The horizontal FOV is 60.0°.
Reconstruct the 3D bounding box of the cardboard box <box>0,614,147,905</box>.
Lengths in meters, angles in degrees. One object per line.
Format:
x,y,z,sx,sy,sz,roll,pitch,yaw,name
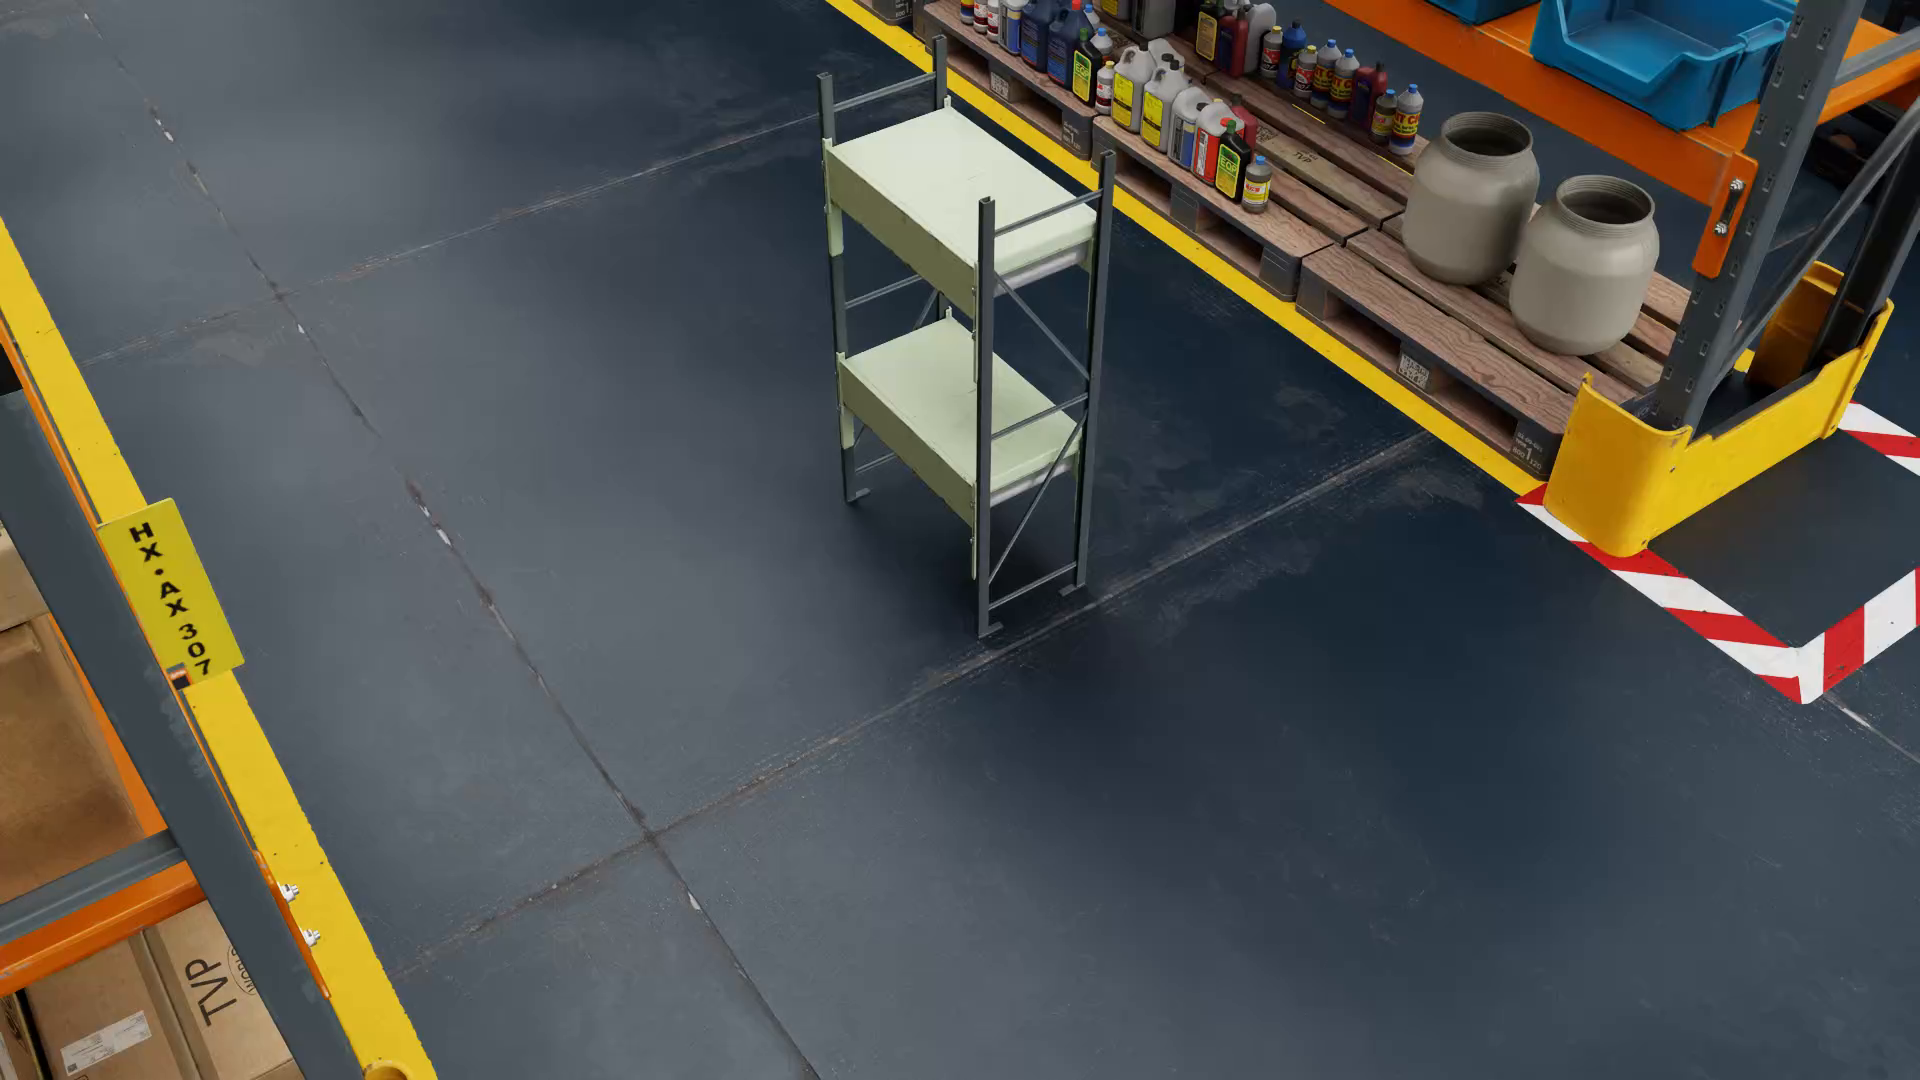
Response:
-1.806,0.333,2.656,0.700,0.500,0.500,-26,49,-24,cardboard box

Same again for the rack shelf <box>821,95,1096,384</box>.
0.004,-0.821,4.459,0.431,0.370,0.720,-26,49,-24,rack shelf

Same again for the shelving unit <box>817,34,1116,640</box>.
0.004,-0.539,4.728,0.431,1.500,0.755,-26,49,-24,shelving unit

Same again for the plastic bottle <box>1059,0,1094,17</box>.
0.467,-2.218,7.001,0.144,0.351,0.185,-26,49,-24,plastic bottle

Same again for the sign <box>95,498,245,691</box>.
-1.091,0.081,2.309,0.100,0.325,0.005,-26,49,-24,sign

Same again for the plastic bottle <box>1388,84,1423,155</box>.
1.734,-1.638,6.451,0.097,0.271,0.097,0,44,0,plastic bottle

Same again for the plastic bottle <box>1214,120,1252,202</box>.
1.023,-1.418,6.212,0.061,0.283,0.133,-25,49,-24,plastic bottle

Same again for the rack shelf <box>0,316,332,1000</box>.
-2.694,-0.234,3.844,1.077,0.370,4.000,-26,49,-24,rack shelf

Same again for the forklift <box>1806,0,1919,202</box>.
4.133,-2.546,5.794,1.130,2.935,3.031,-18,47,-18,forklift

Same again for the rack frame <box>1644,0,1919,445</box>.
2.515,-1.316,4.456,1.000,3.000,0.127,-26,49,-24,rack frame

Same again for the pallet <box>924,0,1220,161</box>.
0.577,-2.176,7.376,1.003,0.211,1.213,-26,49,-24,pallet

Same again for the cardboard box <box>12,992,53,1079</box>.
-2.099,1.294,3.409,0.500,0.250,0.500,-26,49,-24,cardboard box

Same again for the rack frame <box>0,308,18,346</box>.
-3.838,-1.627,4.782,1.000,3.000,0.127,-26,49,-24,rack frame

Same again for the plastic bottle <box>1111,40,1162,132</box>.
0.699,-1.814,6.577,0.144,0.351,0.185,-26,49,-25,plastic bottle

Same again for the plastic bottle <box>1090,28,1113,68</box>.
0.571,-1.957,6.785,0.097,0.271,0.097,0,44,0,plastic bottle

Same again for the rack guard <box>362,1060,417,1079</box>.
-1.536,1.556,3.258,1.175,0.500,0.348,-26,49,-24,rack guard

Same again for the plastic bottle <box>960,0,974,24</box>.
0.050,-2.400,7.249,0.097,0.271,0.097,0,44,0,plastic bottle

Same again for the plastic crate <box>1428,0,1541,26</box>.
1.617,-1.797,5.068,0.499,0.251,0.408,-26,49,-24,plastic crate

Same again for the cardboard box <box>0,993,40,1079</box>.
-2.101,1.024,3.149,0.500,0.500,0.500,-26,49,-24,cardboard box

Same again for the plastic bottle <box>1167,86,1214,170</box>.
0.904,-1.589,6.396,0.152,0.276,0.135,-27,50,-25,plastic bottle

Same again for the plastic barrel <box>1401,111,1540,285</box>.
1.789,-1.194,5.826,0.421,0.512,0.421,0,44,0,plastic barrel

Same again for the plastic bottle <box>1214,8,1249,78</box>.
1.129,-2.079,6.905,0.061,0.283,0.133,-26,49,-24,plastic bottle

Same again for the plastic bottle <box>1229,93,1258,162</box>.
1.070,-1.555,6.356,0.061,0.283,0.133,-26,49,-24,plastic bottle

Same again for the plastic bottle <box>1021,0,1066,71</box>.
0.348,-2.161,6.941,0.144,0.351,0.185,-24,49,-23,plastic bottle

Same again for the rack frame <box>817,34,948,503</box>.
-0.206,-0.746,4.945,0.400,1.500,0.023,-26,49,-24,rack frame

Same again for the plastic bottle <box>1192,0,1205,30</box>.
1.069,-2.323,7.159,0.061,0.283,0.133,-23,48,-22,plastic bottle

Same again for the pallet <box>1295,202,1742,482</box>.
1.973,-0.794,5.929,1.003,0.211,1.213,-26,49,-24,pallet

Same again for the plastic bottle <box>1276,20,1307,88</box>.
1.364,-2.004,6.834,0.097,0.271,0.097,0,44,0,plastic bottle

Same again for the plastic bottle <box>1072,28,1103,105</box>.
0.517,-1.920,6.737,0.061,0.283,0.133,-24,48,-23,plastic bottle

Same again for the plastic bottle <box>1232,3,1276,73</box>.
1.216,-2.119,6.951,0.152,0.276,0.135,-25,49,-24,plastic bottle

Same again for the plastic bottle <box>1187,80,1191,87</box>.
0.880,-1.727,6.594,0.097,0.201,0.097,0,44,0,plastic bottle

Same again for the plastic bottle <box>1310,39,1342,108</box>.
1.480,-1.889,6.714,0.097,0.271,0.097,0,44,0,plastic bottle

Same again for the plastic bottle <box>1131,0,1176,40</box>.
0.834,-2.323,7.165,0.152,0.276,0.135,-26,49,-24,plastic bottle

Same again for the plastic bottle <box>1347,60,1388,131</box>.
1.619,-1.778,6.589,0.061,0.283,0.133,-25,49,-24,plastic bottle

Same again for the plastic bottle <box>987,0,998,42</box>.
0.166,-2.260,7.152,0.097,0.201,0.097,0,44,0,plastic bottle
